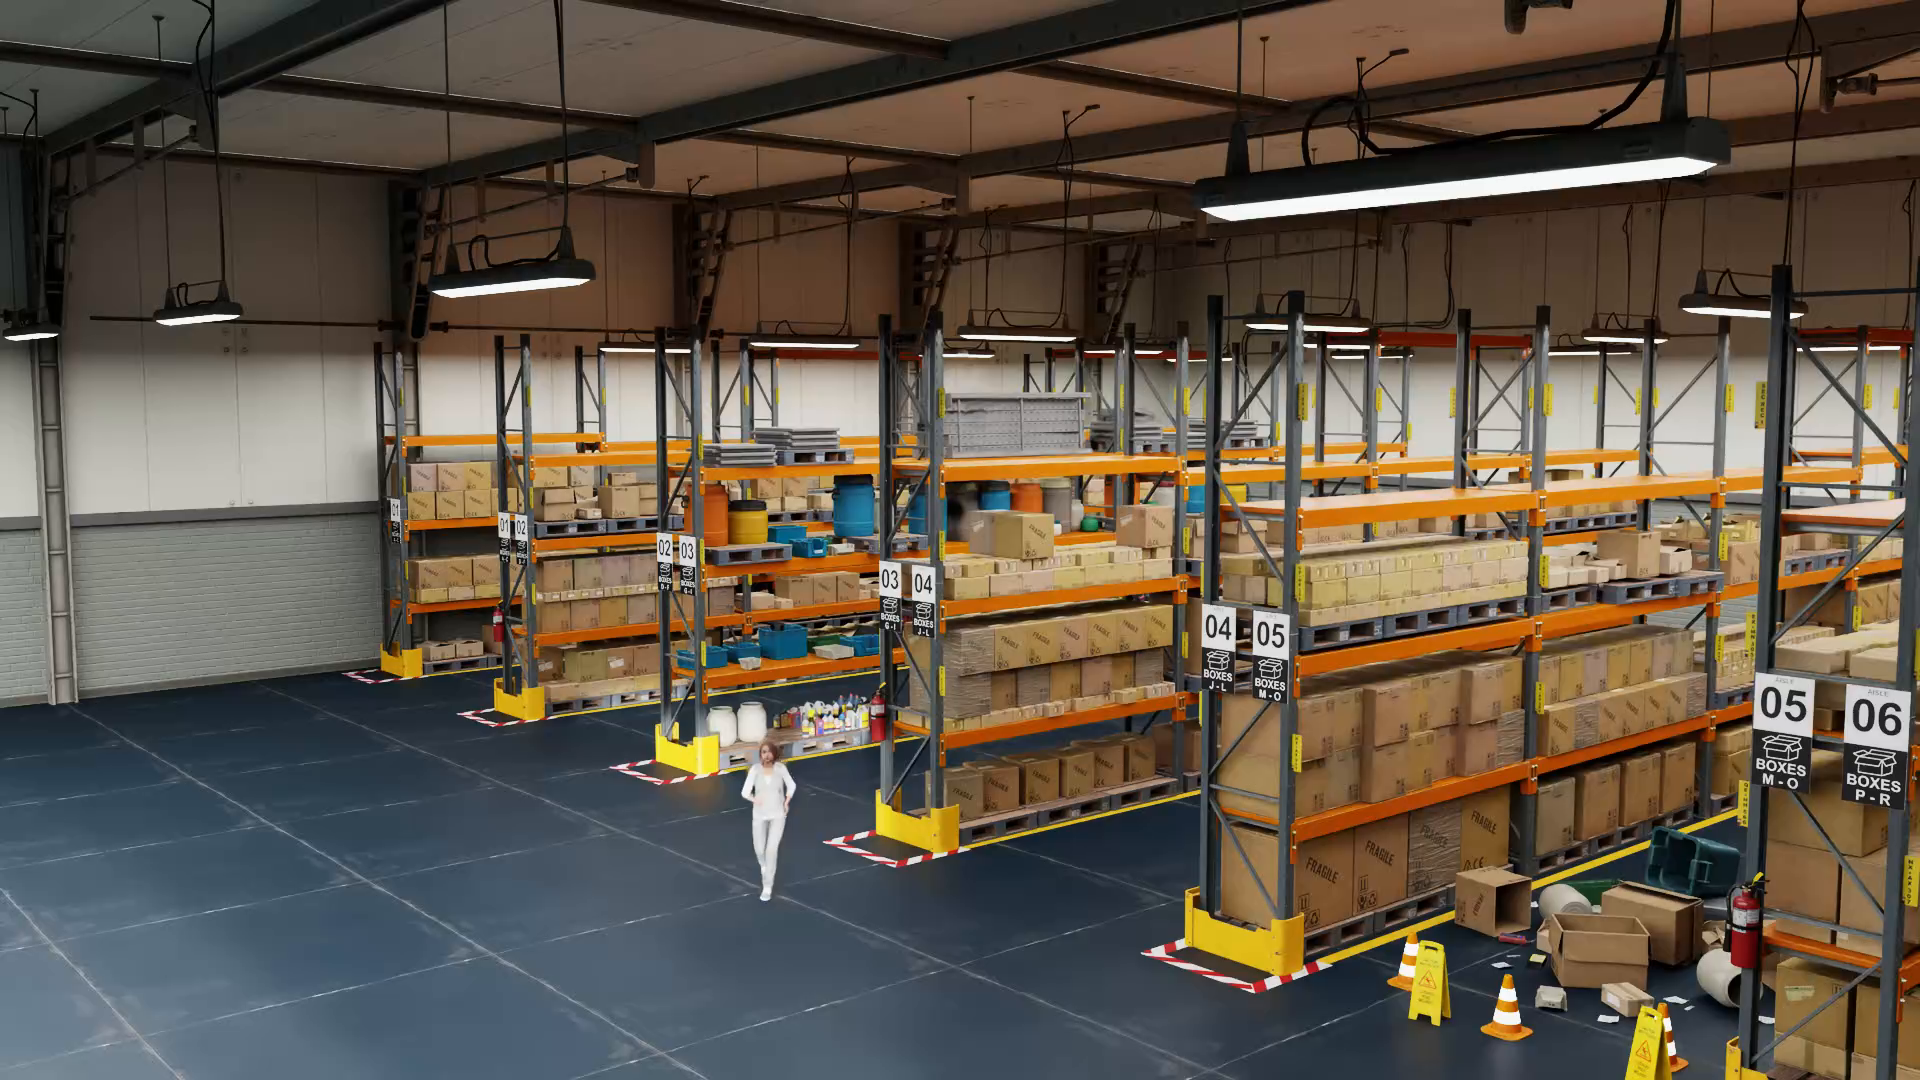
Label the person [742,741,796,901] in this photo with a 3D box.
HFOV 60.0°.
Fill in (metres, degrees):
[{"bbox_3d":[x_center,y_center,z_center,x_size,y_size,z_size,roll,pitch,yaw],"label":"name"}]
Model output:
[{"bbox_3d":[-1.956,2.833,17.034,0.542,1.574,0.731,0,5,-1],"label":"person"}]
